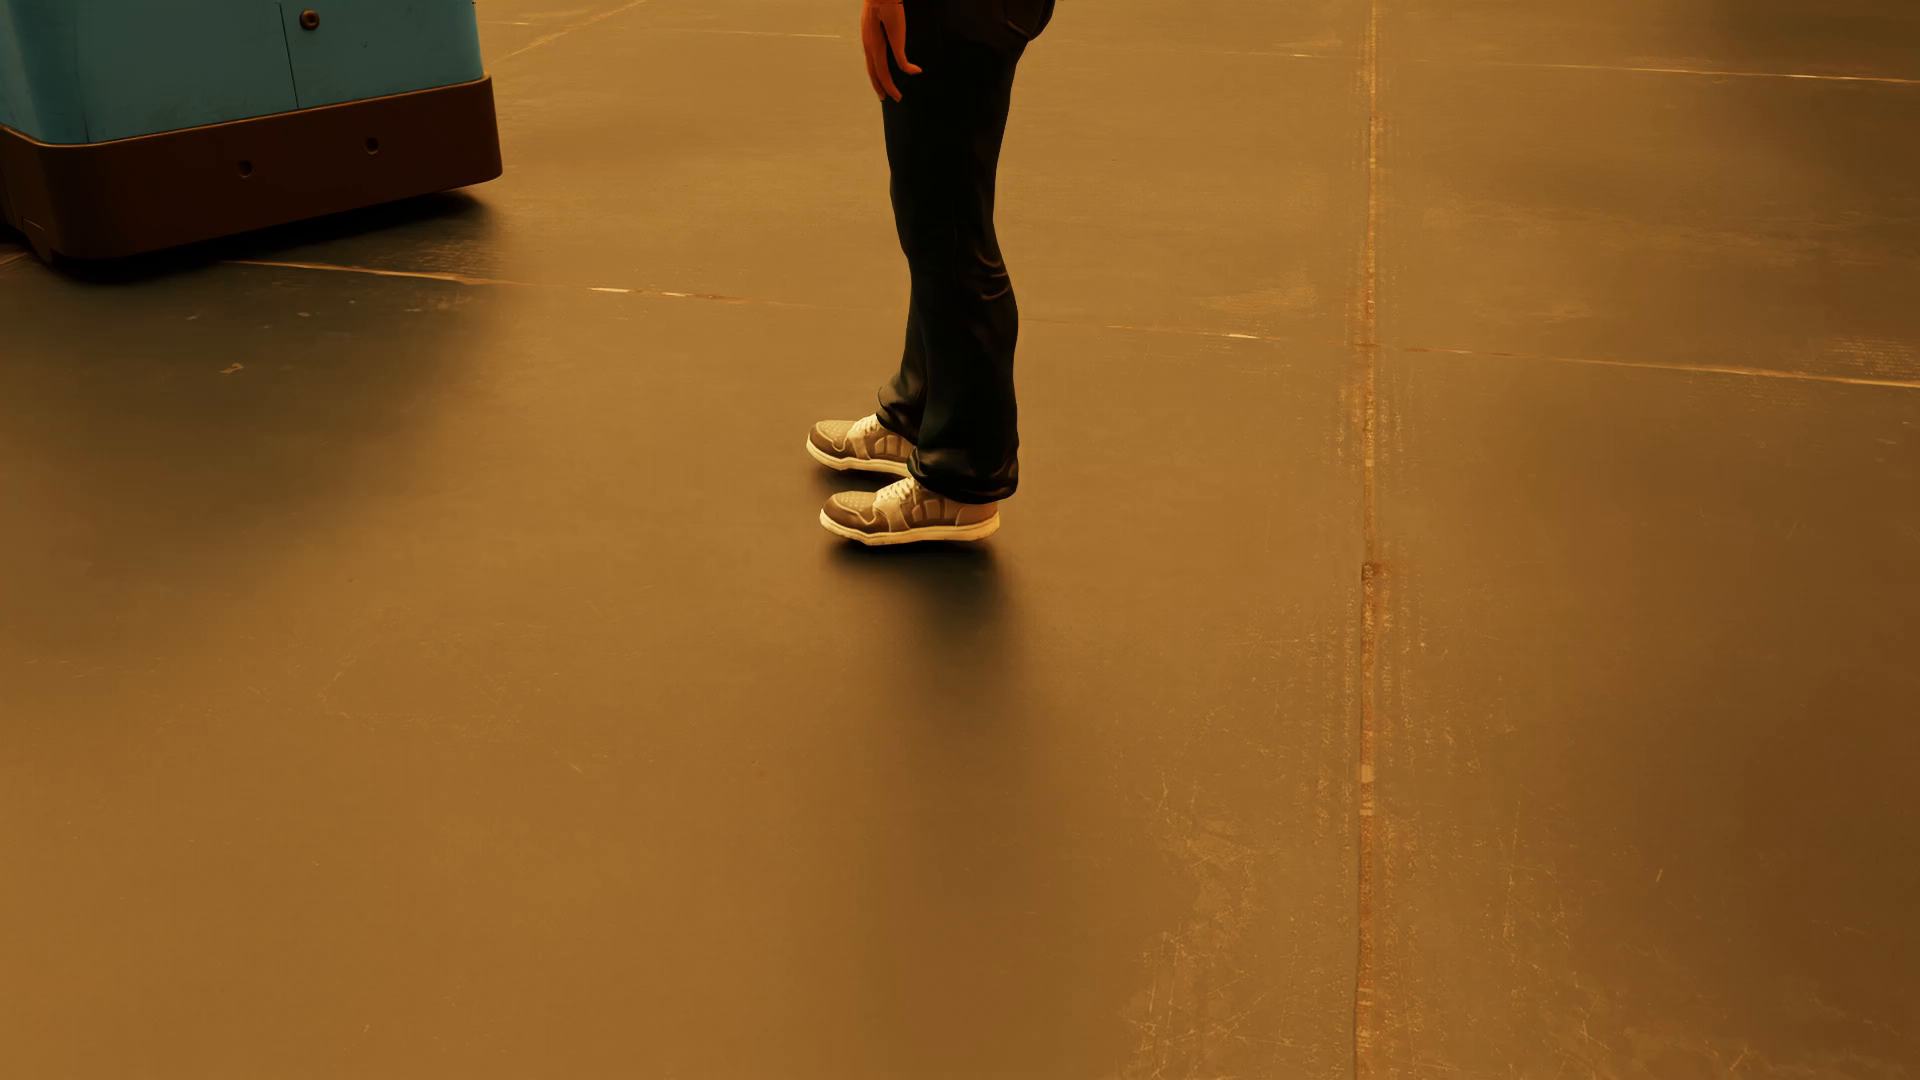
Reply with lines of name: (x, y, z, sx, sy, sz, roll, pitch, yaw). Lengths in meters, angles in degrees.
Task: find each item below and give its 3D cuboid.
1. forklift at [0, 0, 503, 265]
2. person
forklift: (-2.544, -2.464, 4.129, 3.031, 2.935, 1.130, 24, 35, 39)
person: (-0.070, -0.733, 2.164, 0.473, 1.599, 0.521, 6, 27, 11)
